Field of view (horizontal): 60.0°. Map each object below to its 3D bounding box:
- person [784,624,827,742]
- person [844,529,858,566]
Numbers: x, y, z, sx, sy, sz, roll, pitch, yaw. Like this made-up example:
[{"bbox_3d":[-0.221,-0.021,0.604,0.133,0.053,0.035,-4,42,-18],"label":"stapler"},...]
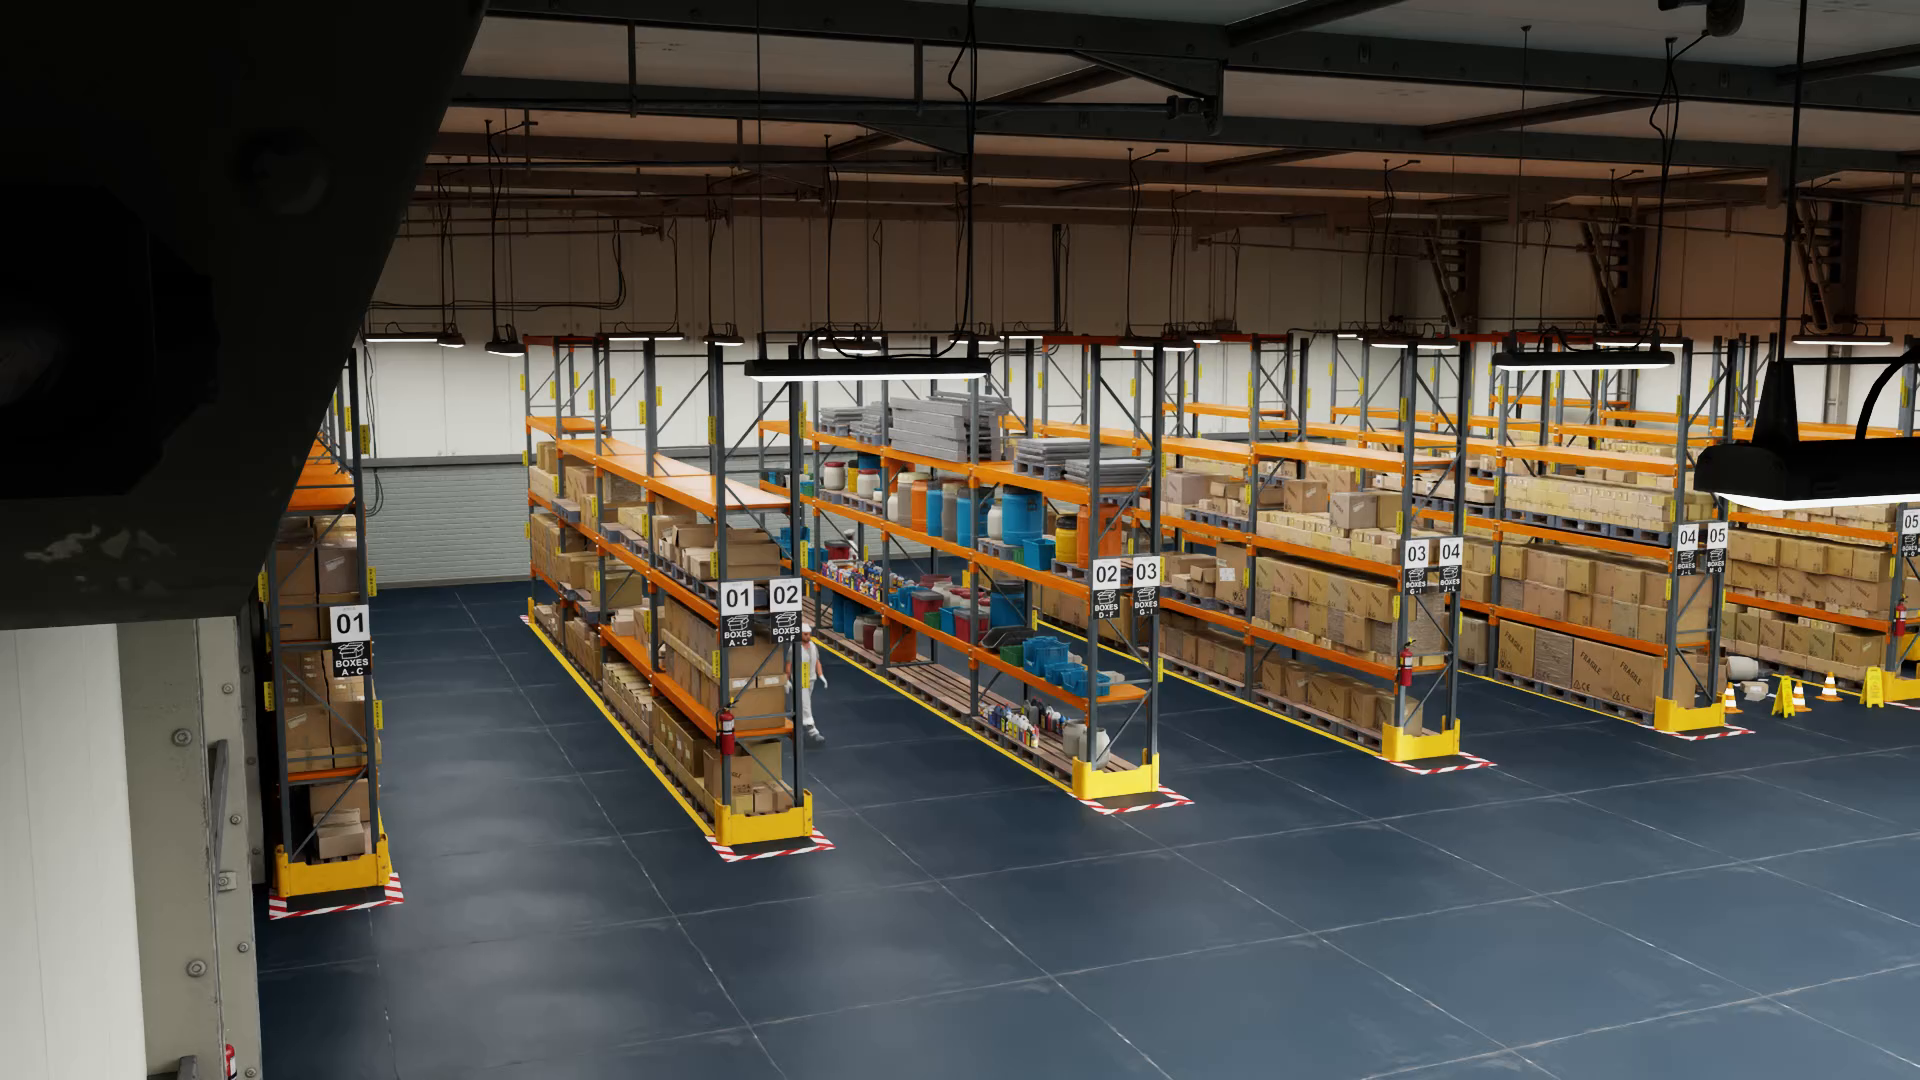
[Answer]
[{"bbox_3d":[-2.281,2.120,25.018,1.040,1.731,0.559,6,10,38],"label":"person"},{"bbox_3d":[-2.422,0.603,36.900,0.580,1.679,0.432,7,10,42],"label":"person"}]
